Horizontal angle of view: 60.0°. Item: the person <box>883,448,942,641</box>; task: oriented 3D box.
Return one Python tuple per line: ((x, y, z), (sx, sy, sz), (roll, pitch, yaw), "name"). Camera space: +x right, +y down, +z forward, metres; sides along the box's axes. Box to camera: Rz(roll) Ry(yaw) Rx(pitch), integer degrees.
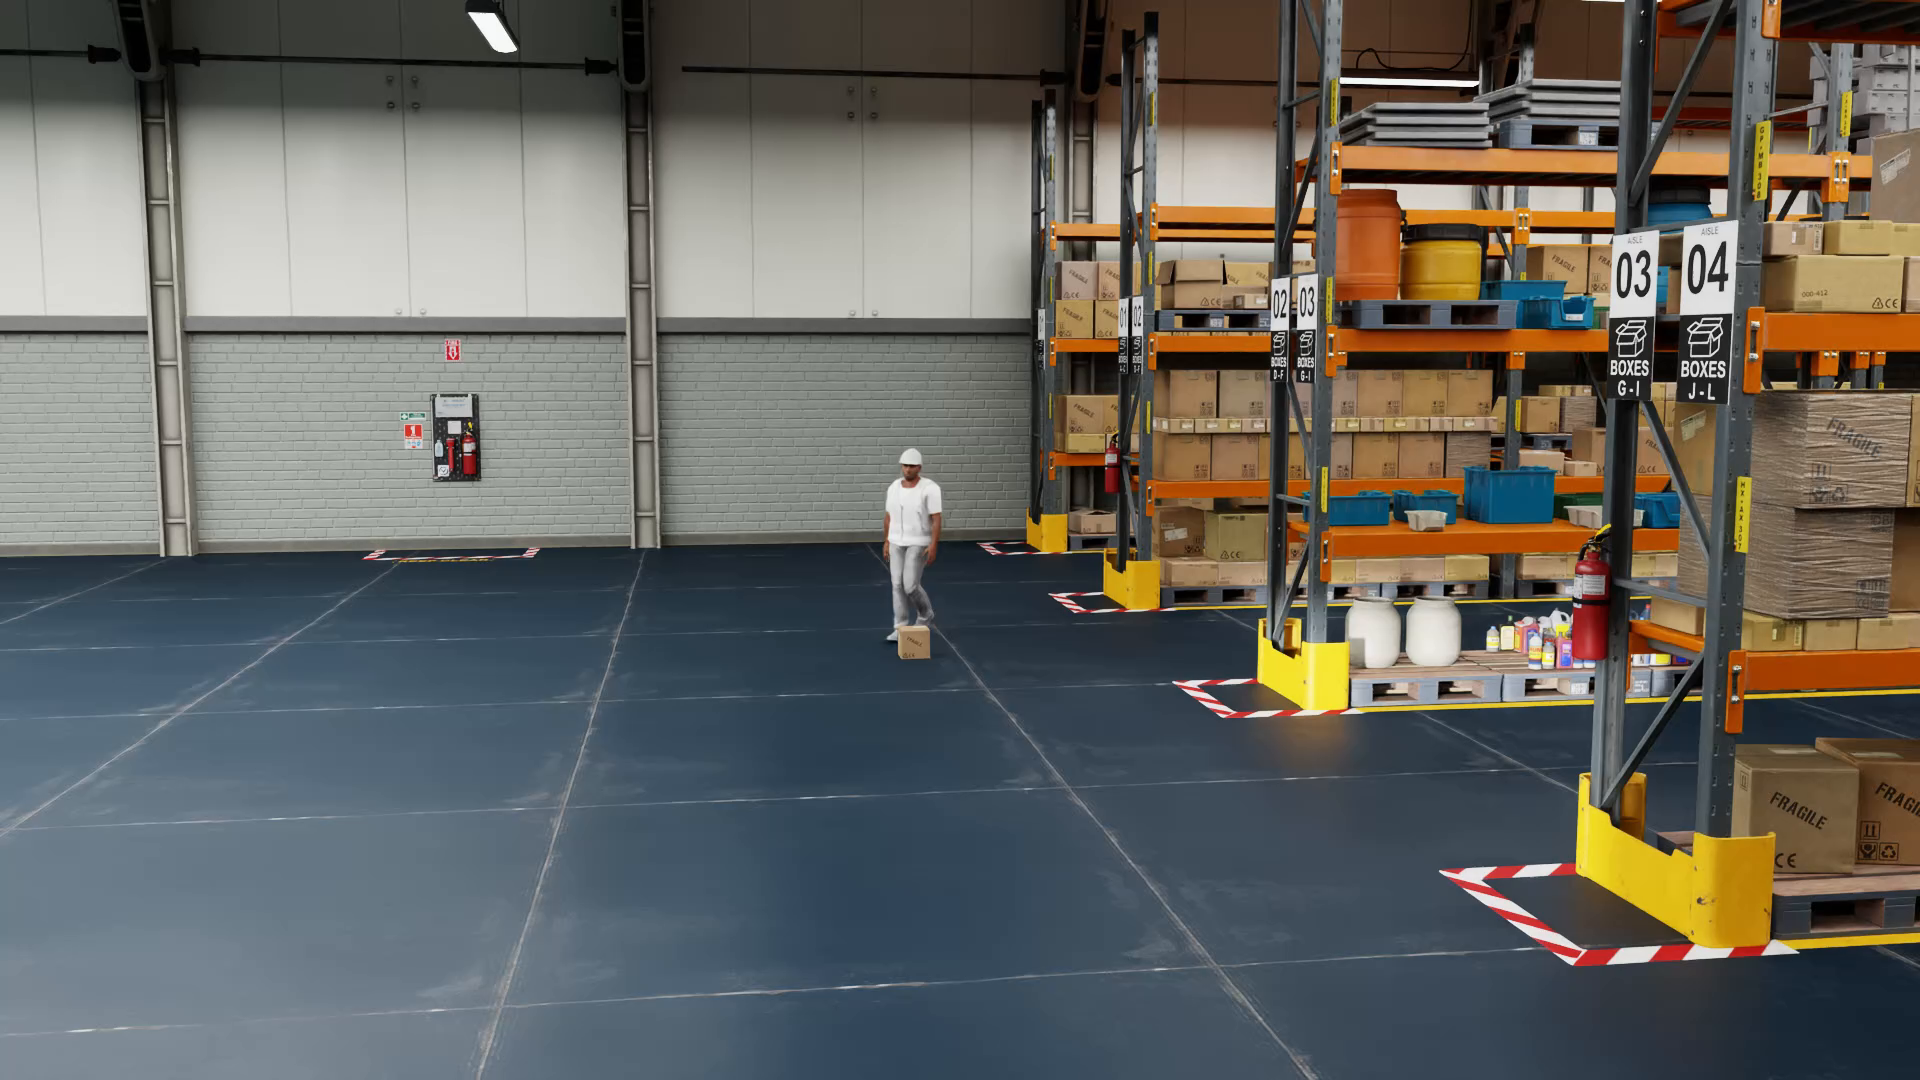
((-0.462, 0.044, 15.215), (0.634, 1.776, 0.544), (4, 7, 30), "person")
